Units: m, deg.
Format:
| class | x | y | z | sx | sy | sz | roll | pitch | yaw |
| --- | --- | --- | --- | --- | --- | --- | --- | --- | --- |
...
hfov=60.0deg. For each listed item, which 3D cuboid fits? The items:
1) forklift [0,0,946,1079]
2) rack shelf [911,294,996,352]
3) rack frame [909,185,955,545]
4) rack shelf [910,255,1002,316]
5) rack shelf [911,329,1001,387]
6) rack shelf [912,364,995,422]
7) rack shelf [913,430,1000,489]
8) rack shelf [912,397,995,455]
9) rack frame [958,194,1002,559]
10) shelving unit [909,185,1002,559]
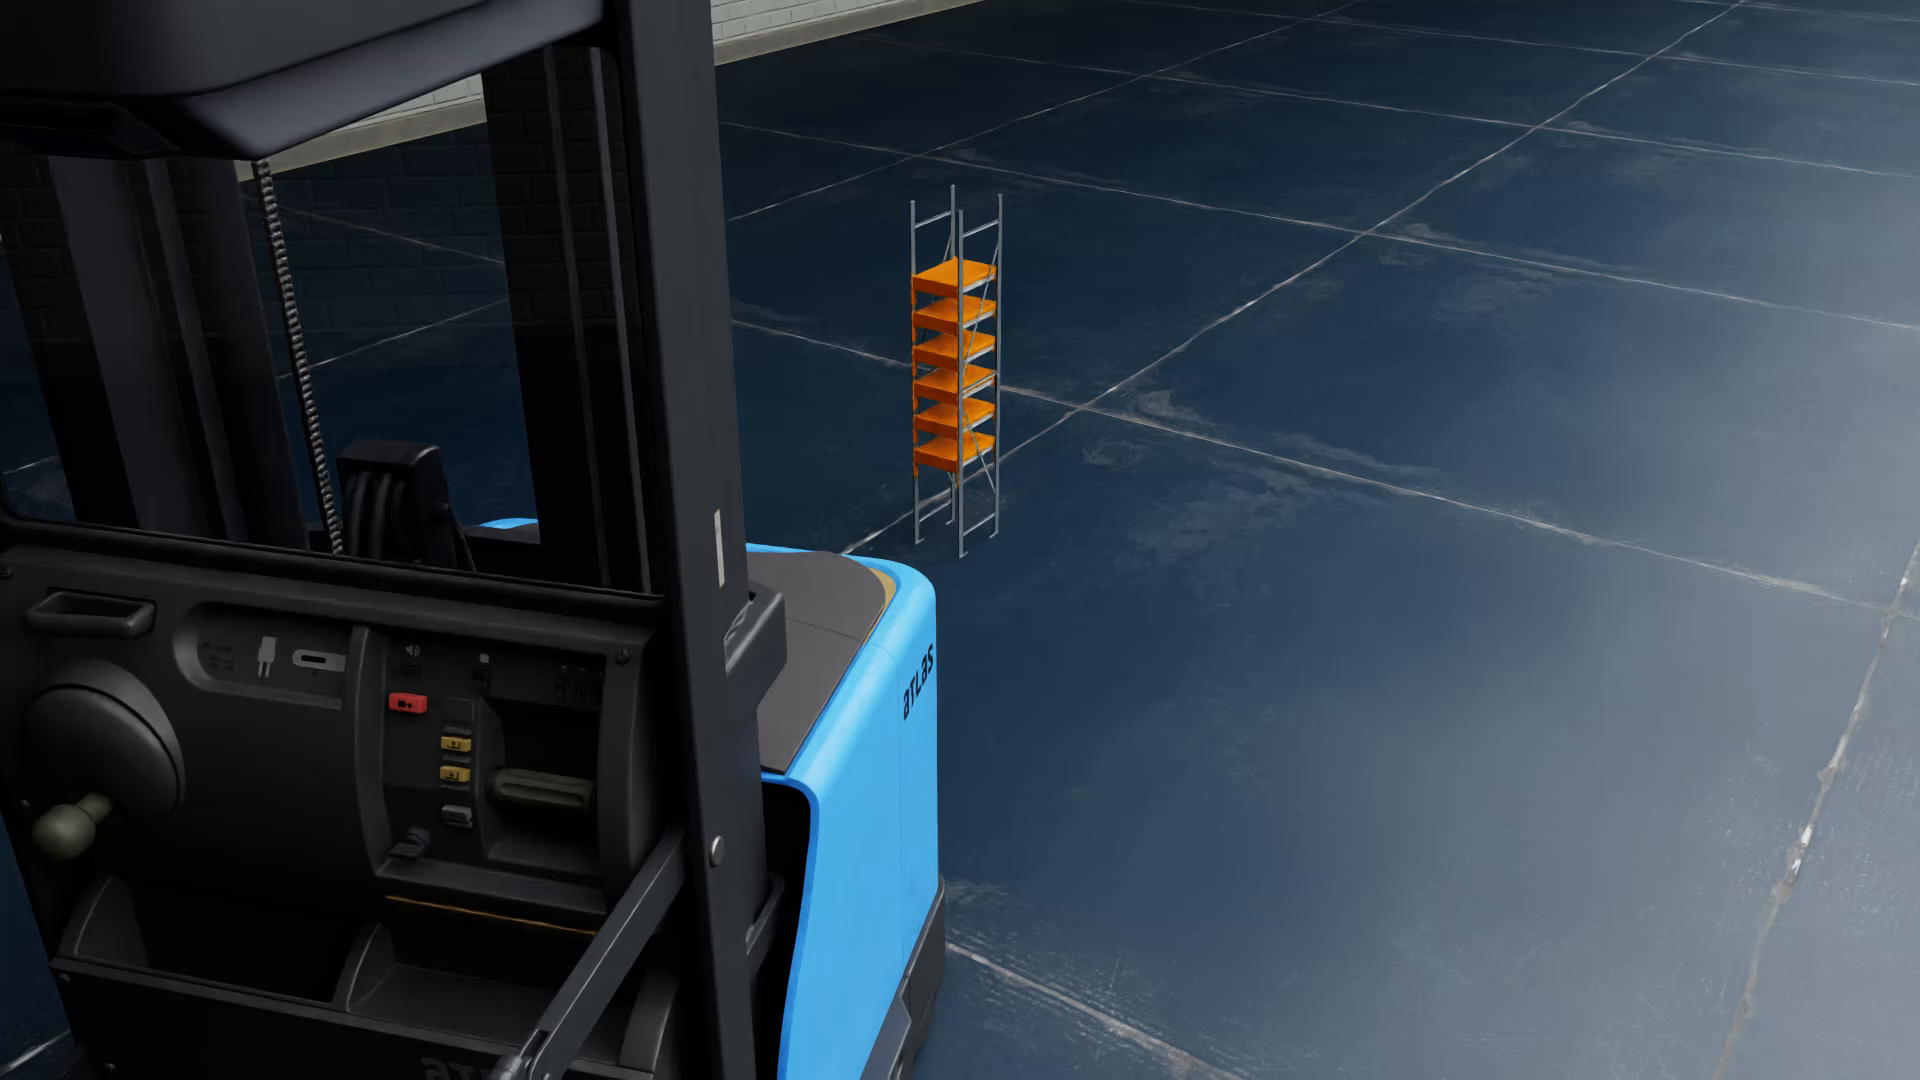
| class | x | y | z | sx | sy | sz | roll | pitch | yaw |
| --- | --- | --- | --- | --- | --- | --- | --- | --- | --- |
| forklift | -0.890 | 0.290 | 1.948 | 1.130 | 2.935 | 3.031 | 7 | 28 | 13 |
| rack shelf | -0.012 | -0.713 | 5.396 | 0.180 | 0.103 | 0.258 | 17 | 32 | 30 |
| rack frame | -0.087 | -0.562 | 5.531 | 0.006 | 1.200 | 0.240 | 17 | 32 | 30 |
| rack shelf | -0.012 | -0.820 | 5.342 | 0.180 | 0.103 | 0.258 | 17 | 32 | 30 |
| rack shelf | -0.012 | -0.606 | 5.451 | 0.180 | 0.103 | 0.258 | 17 | 32 | 30 |
| rack shelf | -0.012 | -0.499 | 5.505 | 0.180 | 0.103 | 0.258 | 17 | 32 | 30 |
| rack shelf | -0.012 | -0.285 | 5.614 | 0.180 | 0.103 | 0.258 | 17 | 32 | 30 |
| rack shelf | -0.012 | -0.392 | 5.560 | 0.180 | 0.103 | 0.258 | 17 | 32 | 30 |
| rack frame | 0.063 | -0.515 | 5.439 | 0.006 | 1.200 | 0.240 | 17 | 32 | 30 |
| shelving unit | -0.012 | -0.538 | 5.485 | 0.189 | 1.200 | 0.258 | 17 | 32 | 30 |
